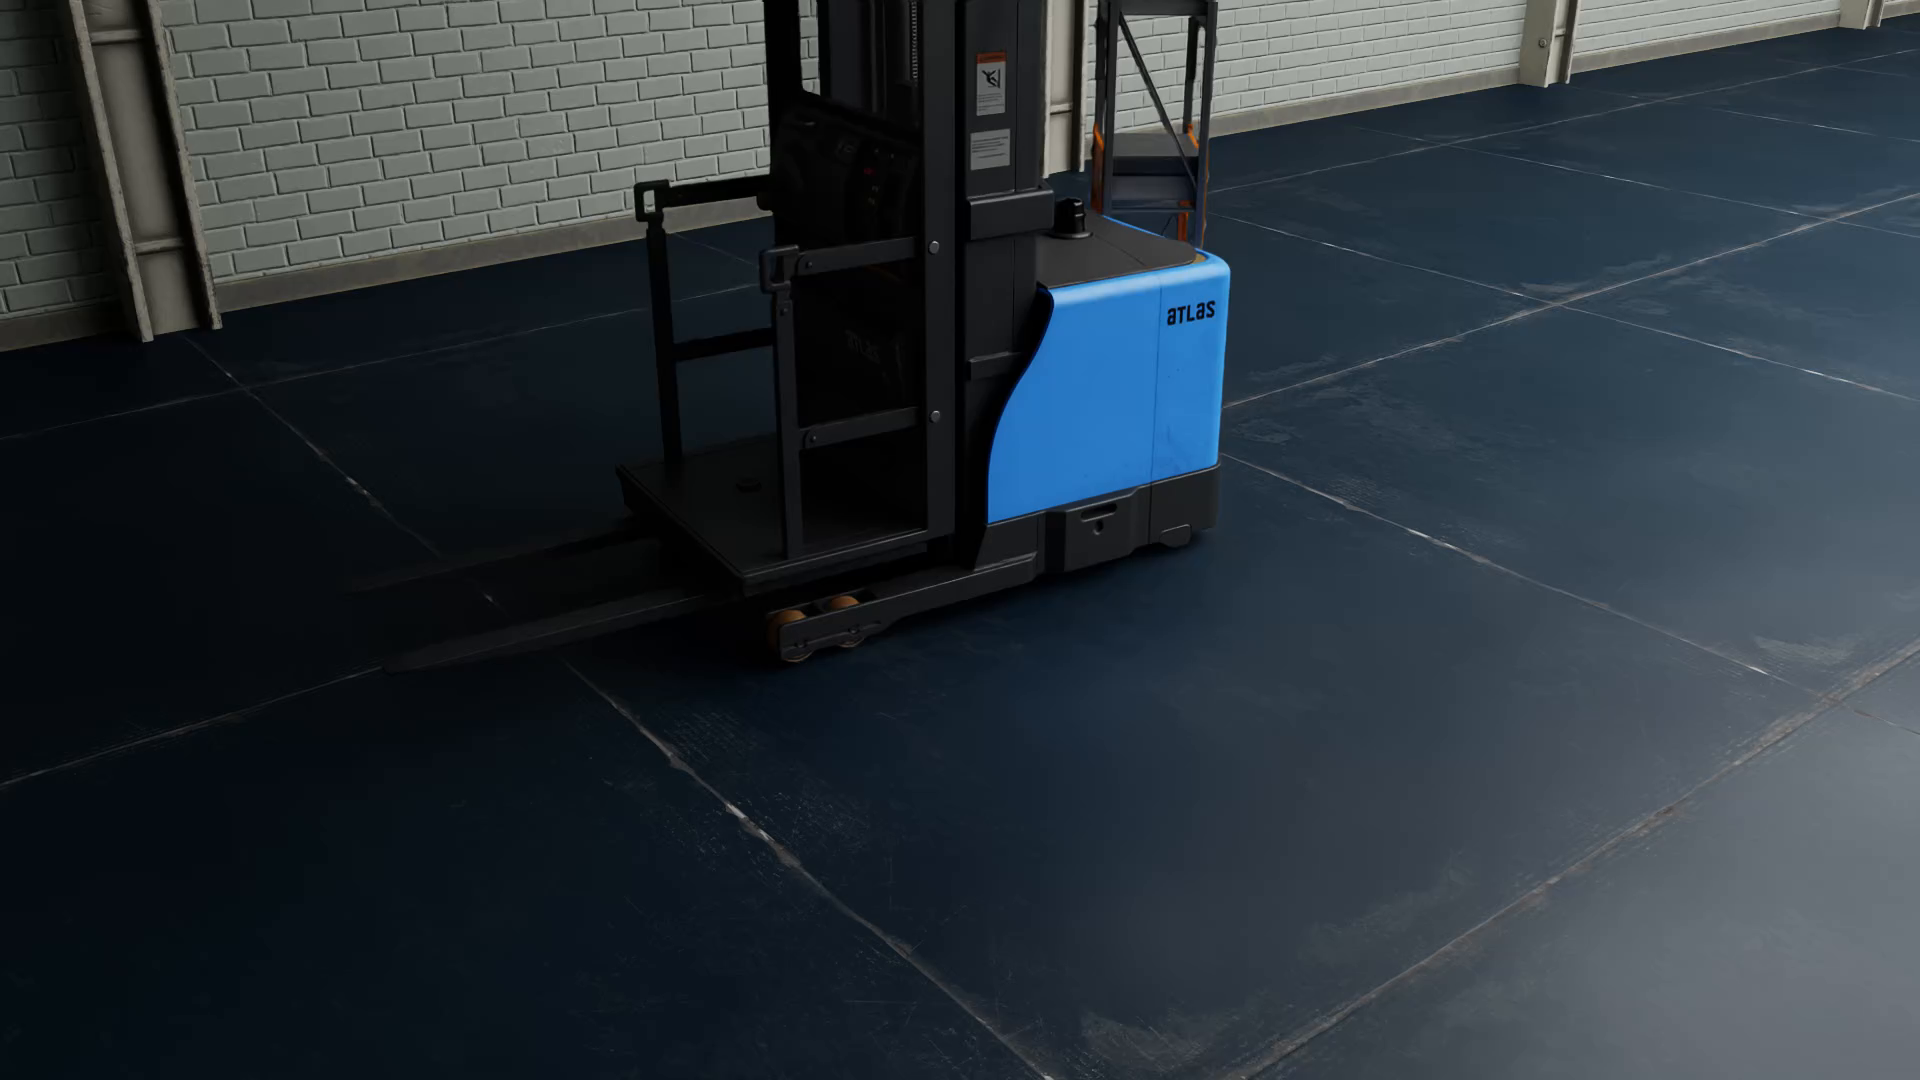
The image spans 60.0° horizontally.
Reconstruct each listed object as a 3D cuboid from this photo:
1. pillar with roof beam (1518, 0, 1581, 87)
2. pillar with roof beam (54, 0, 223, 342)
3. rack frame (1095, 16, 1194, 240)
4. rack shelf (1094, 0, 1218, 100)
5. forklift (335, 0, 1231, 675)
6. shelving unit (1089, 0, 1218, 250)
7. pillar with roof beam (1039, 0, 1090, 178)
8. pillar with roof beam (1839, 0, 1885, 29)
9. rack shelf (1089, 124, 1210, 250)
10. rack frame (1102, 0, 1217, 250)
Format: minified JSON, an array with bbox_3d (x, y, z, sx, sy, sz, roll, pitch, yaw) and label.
[{"bbox_3d":[8.027,-6.873,10.369,0.400,9.000,9.100,-18,31,-34],"label":"pillar with roof beam"},{"bbox_3d":[-1.416,-3.756,3.653,0.400,9.000,9.100,-18,31,-34],"label":"pillar with roof beam"},{"bbox_3d":[0.758,-1.500,6.989,0.400,2.100,0.015,0,25,0],"label":"rack frame"},{"bbox_3d":[0.759,-2.020,6.479,0.431,0.518,0.480,0,25,0],"label":"rack shelf"},{"bbox_3d":[-0.560,-1.187,5.325,3.031,2.935,1.130,-14,29,-28],"label":"forklift"},{"bbox_3d":[0.759,-1.398,6.767,0.431,2.100,0.503,0,25,0],"label":"shelving unit"},{"bbox_3d":[3.306,-5.314,7.011,0.400,9.000,9.100,-18,31,-34],"label":"pillar with roof beam"},{"bbox_3d":[12.749,-8.431,13.728,0.400,9.000,9.100,-18,31,-34],"label":"pillar with roof beam"},{"bbox_3d":[0.759,-1.385,6.773,0.431,0.518,0.480,0,25,0],"label":"rack shelf"},{"bbox_3d":[0.760,-1.295,6.546,0.400,2.100,0.015,0,25,0],"label":"rack frame"}]
